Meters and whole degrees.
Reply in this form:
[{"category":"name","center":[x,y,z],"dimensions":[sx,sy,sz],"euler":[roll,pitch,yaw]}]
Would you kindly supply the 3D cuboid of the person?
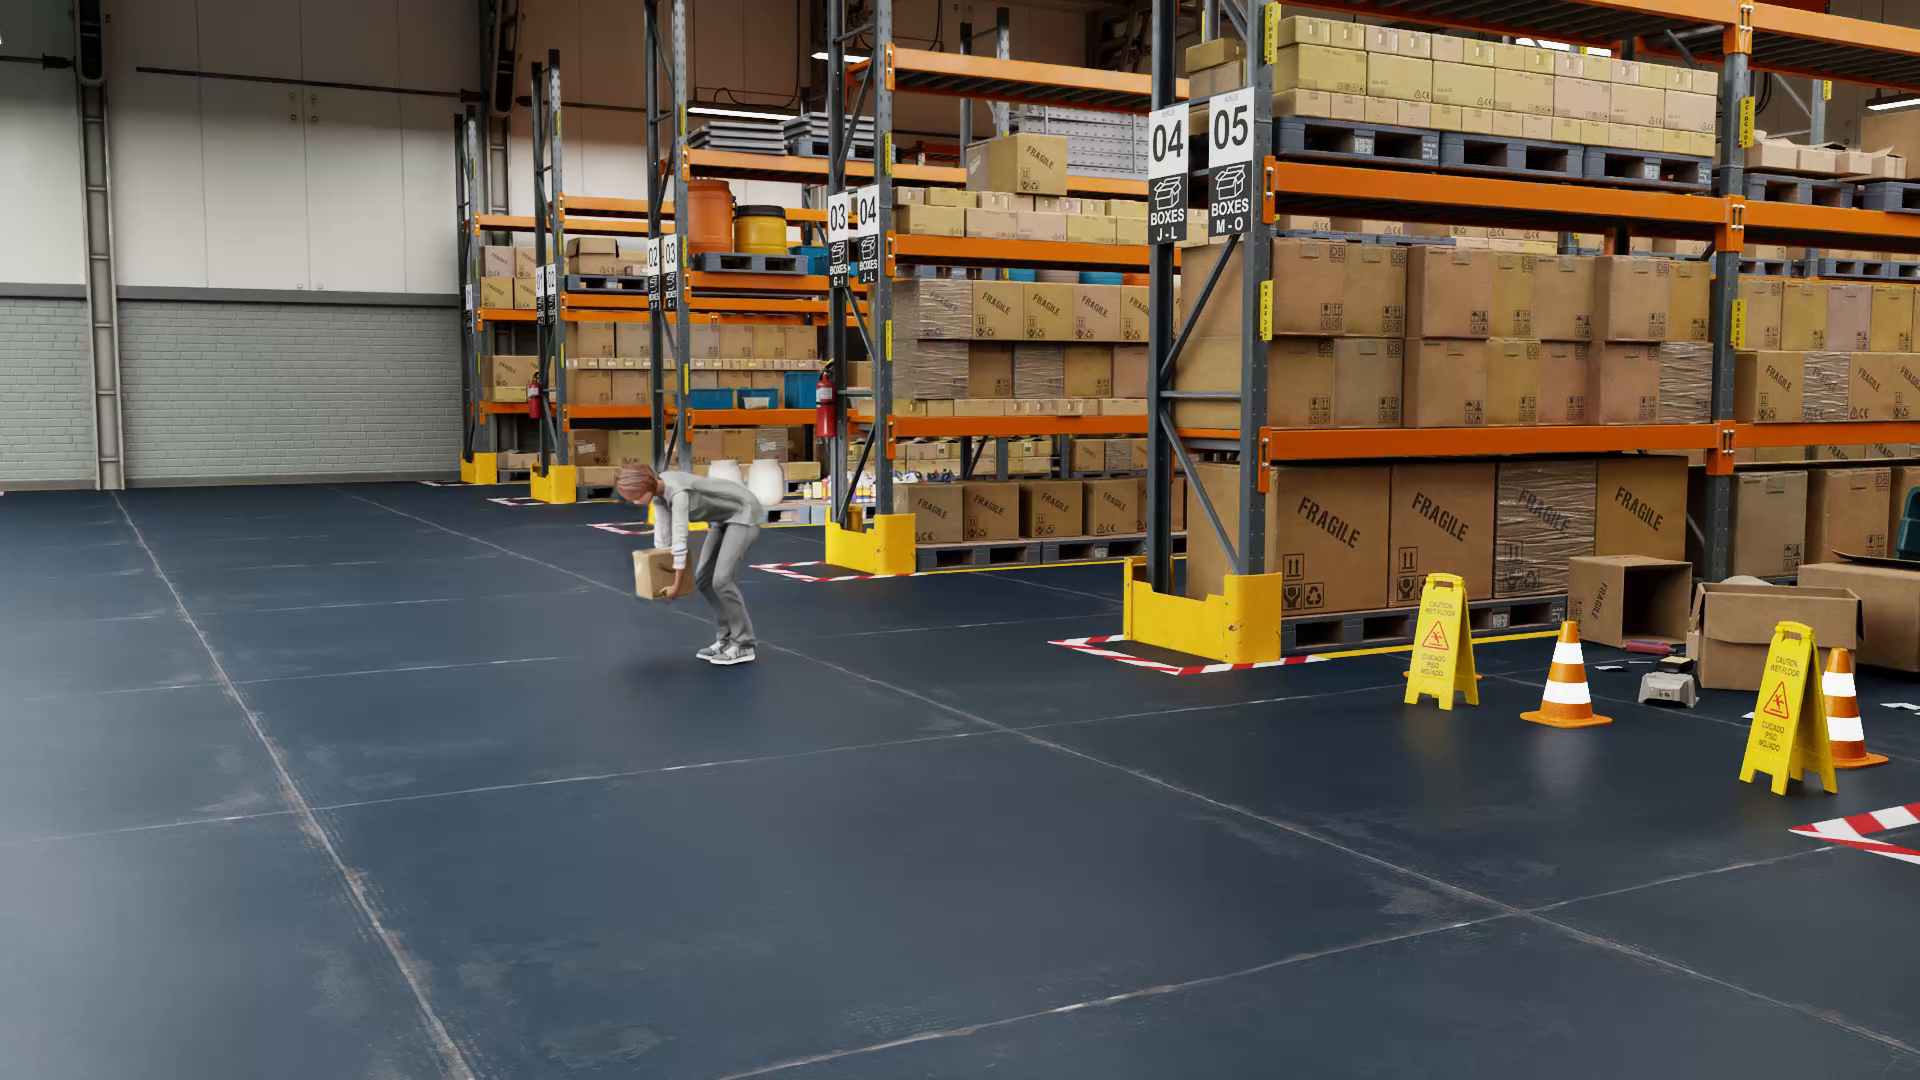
[{"category":"person","center":[-1.502,0.133,9.299],"dimensions":[0.848,1.139,0.385],"euler":[-3,6,-30]}]
